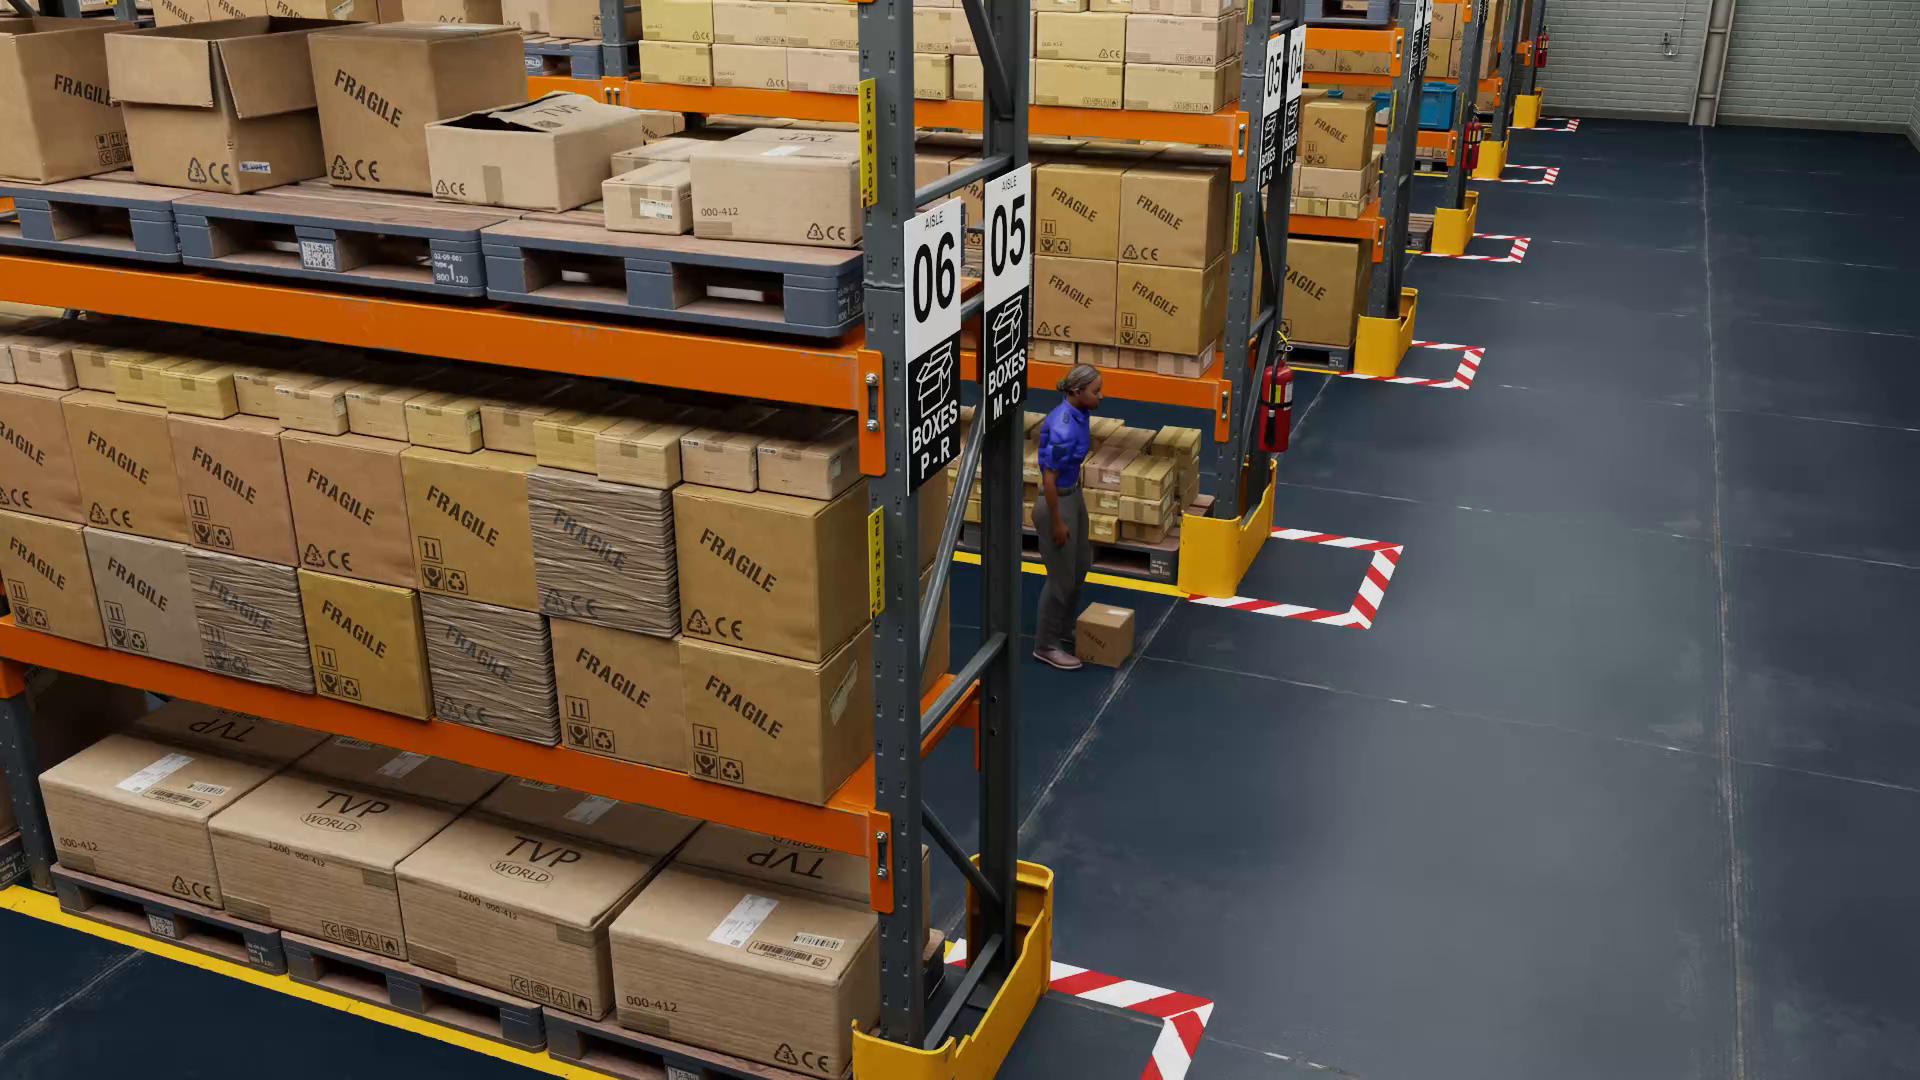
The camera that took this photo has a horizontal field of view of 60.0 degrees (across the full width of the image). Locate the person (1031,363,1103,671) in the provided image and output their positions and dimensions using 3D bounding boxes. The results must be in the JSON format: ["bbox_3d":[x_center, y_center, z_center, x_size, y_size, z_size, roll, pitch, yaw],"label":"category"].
[{"bbox_3d":[0.574,-0.147,8.975,0.348,1.639,0.521,7,24,17],"label":"person"}]
